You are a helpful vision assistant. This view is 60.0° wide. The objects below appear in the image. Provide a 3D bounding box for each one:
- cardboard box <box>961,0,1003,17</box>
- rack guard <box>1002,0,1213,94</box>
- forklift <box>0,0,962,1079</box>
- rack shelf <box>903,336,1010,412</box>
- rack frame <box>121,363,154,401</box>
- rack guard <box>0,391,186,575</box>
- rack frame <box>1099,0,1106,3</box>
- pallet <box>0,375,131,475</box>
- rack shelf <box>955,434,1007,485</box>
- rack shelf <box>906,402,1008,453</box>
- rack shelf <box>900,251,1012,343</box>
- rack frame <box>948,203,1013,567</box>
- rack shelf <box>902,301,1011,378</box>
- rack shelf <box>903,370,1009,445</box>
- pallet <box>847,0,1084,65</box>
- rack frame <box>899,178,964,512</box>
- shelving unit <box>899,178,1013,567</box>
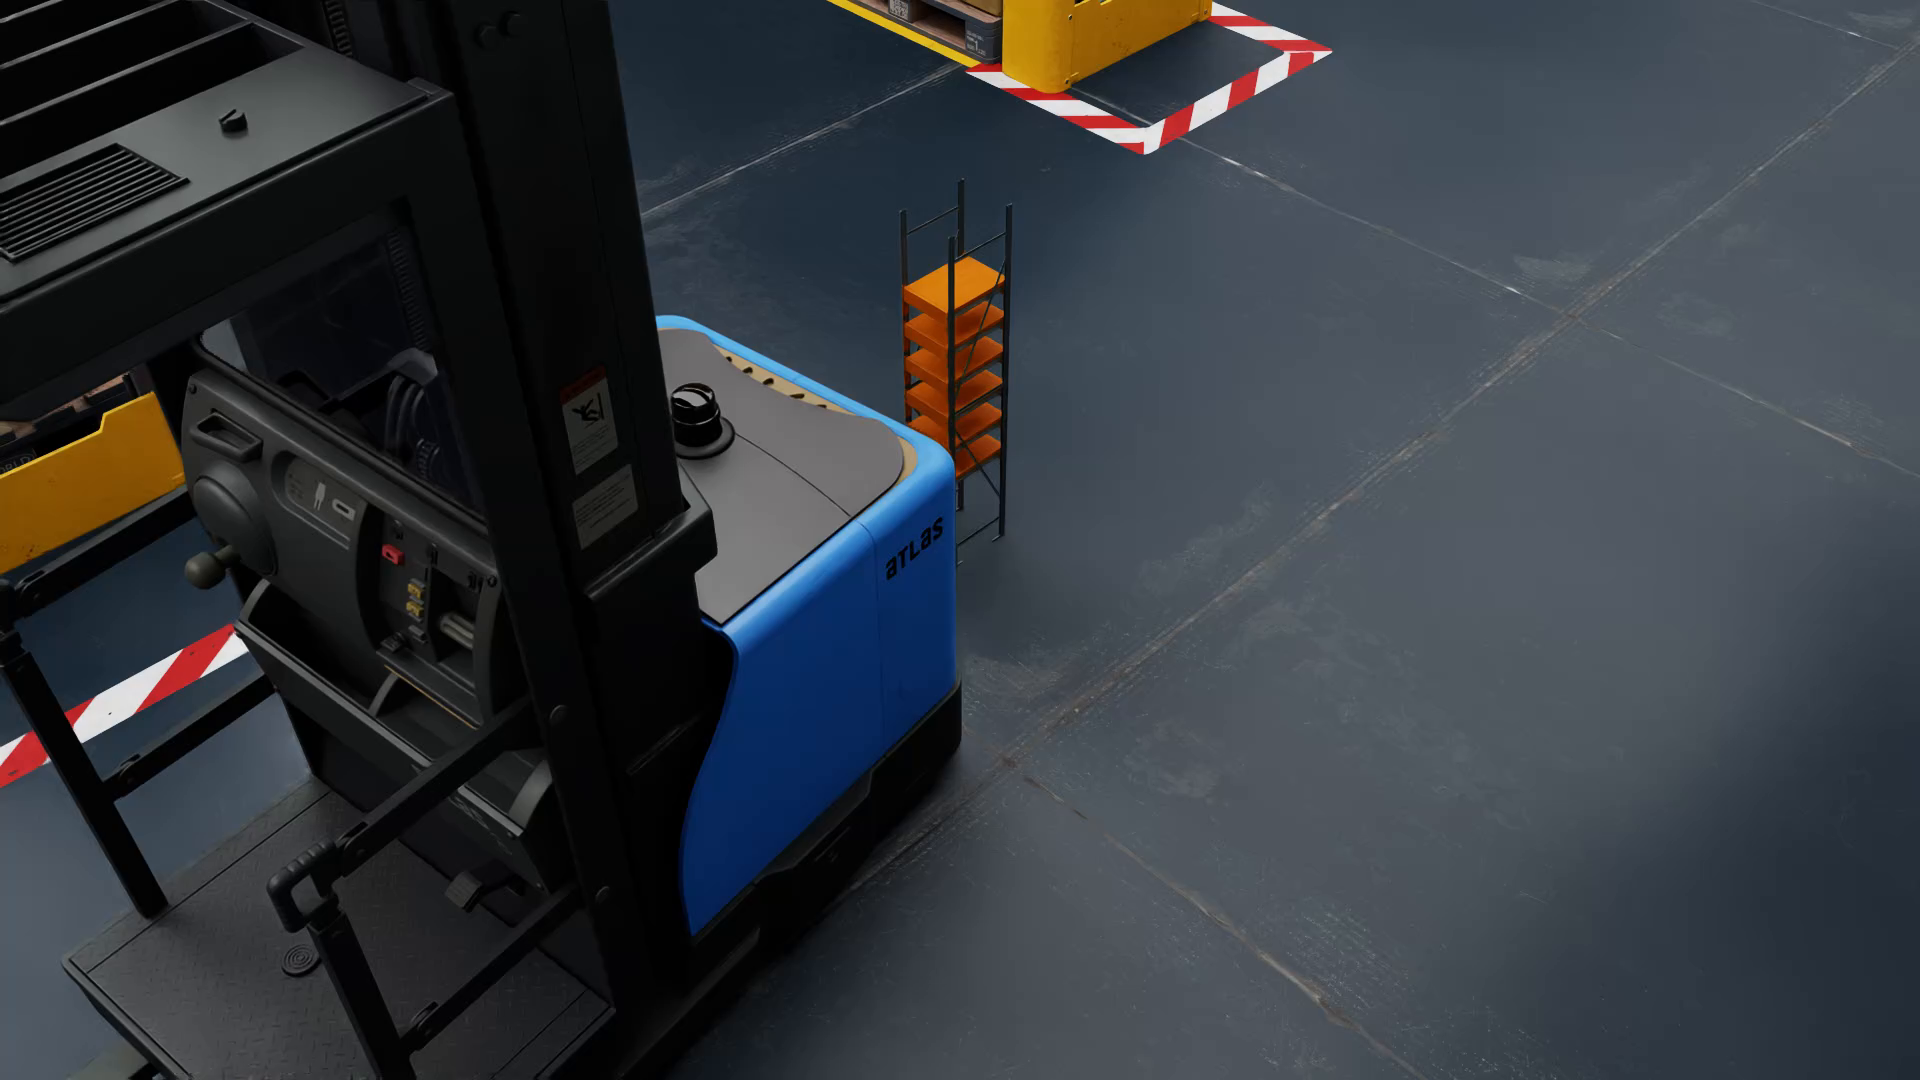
[{"bbox_3d":[0.174,-3.085,7.634,0.875,0.875,0.875,-34,53,-31],"label":"cardboard box"},{"bbox_3d":[0.699,-2.512,7.600,1.175,0.500,0.348,-34,53,-31],"label":"rack guard"},{"bbox_3d":[-1.295,0.093,2.990,1.130,2.935,3.031,28,49,27],"label":"forklift"},{"bbox_3d":[-0.010,-0.503,4.799,0.258,0.103,0.180,-34,53,-31],"label":"rack shelf"},{"bbox_3d":[-2.901,-1.113,4.244,1.000,3.000,0.127,-34,53,-31],"label":"rack frame"},{"bbox_3d":[-2.954,-0.232,5.132,1.175,0.500,0.348,-34,53,-31],"label":"rack guard"},{"bbox_3d":[0.682,-3.442,6.764,1.000,3.000,0.127,-34,53,-31],"label":"rack frame"},{"bbox_3d":[-3.503,-0.533,5.671,1.003,0.211,1.213,-34,53,-31],"label":"pallet"},{"bbox_3d":[-0.010,-0.239,5.043,0.258,0.103,0.180,-34,53,-31],"label":"rack shelf"},{"bbox_3d":[-0.010,-0.327,4.962,0.258,0.103,0.180,-34,53,-31],"label":"rack shelf"},{"bbox_3d":[-0.010,-0.679,4.636,0.258,0.103,0.180,-34,53,-31],"label":"rack shelf"},{"bbox_3d":[0.054,-0.404,4.803,0.240,1.200,0.006,-34,53,-31],"label":"rack frame"},{"bbox_3d":[-0.010,-0.591,4.718,0.258,0.103,0.180,-34,53,-31],"label":"rack shelf"},{"bbox_3d":[-0.010,-0.415,4.880,0.258,0.103,0.180,-34,53,-31],"label":"rack shelf"},{"bbox_3d":[0.062,-2.764,8.086,1.003,0.211,1.213,-34,53,-31],"label":"pallet"},{"bbox_3d":[-0.075,-0.492,4.898,0.240,1.200,0.006,-34,53,-31],"label":"rack frame"},{"bbox_3d":[-0.010,-0.448,4.850,0.258,1.200,0.189,-34,53,-31],"label":"shelving unit"}]
